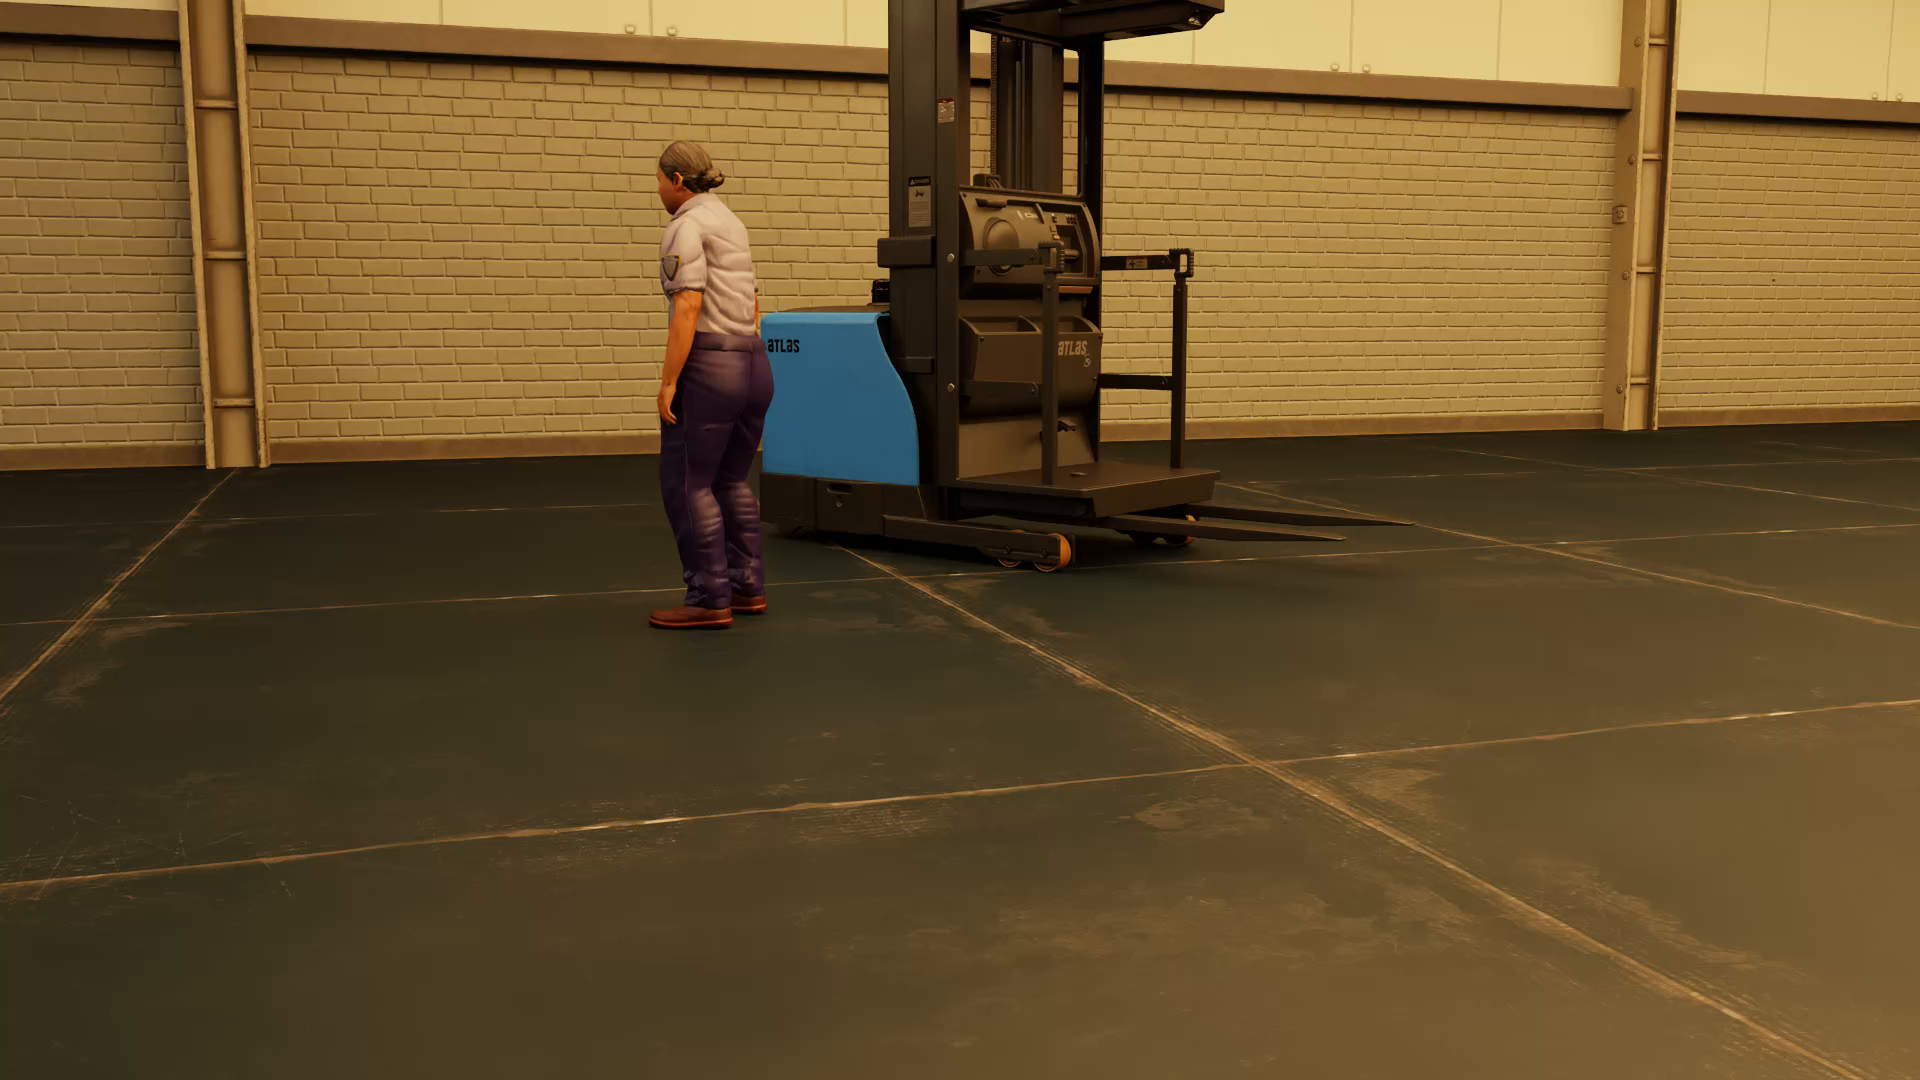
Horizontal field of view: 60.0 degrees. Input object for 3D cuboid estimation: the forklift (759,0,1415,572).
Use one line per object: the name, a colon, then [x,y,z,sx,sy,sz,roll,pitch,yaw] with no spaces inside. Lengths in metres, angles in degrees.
forklift: [0.484,-1.398,7.327,3.031,2.935,1.130,6,10,39]

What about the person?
person: [-0.860,-0.535,5.738,0.375,1.652,0.545,3,8,21]
